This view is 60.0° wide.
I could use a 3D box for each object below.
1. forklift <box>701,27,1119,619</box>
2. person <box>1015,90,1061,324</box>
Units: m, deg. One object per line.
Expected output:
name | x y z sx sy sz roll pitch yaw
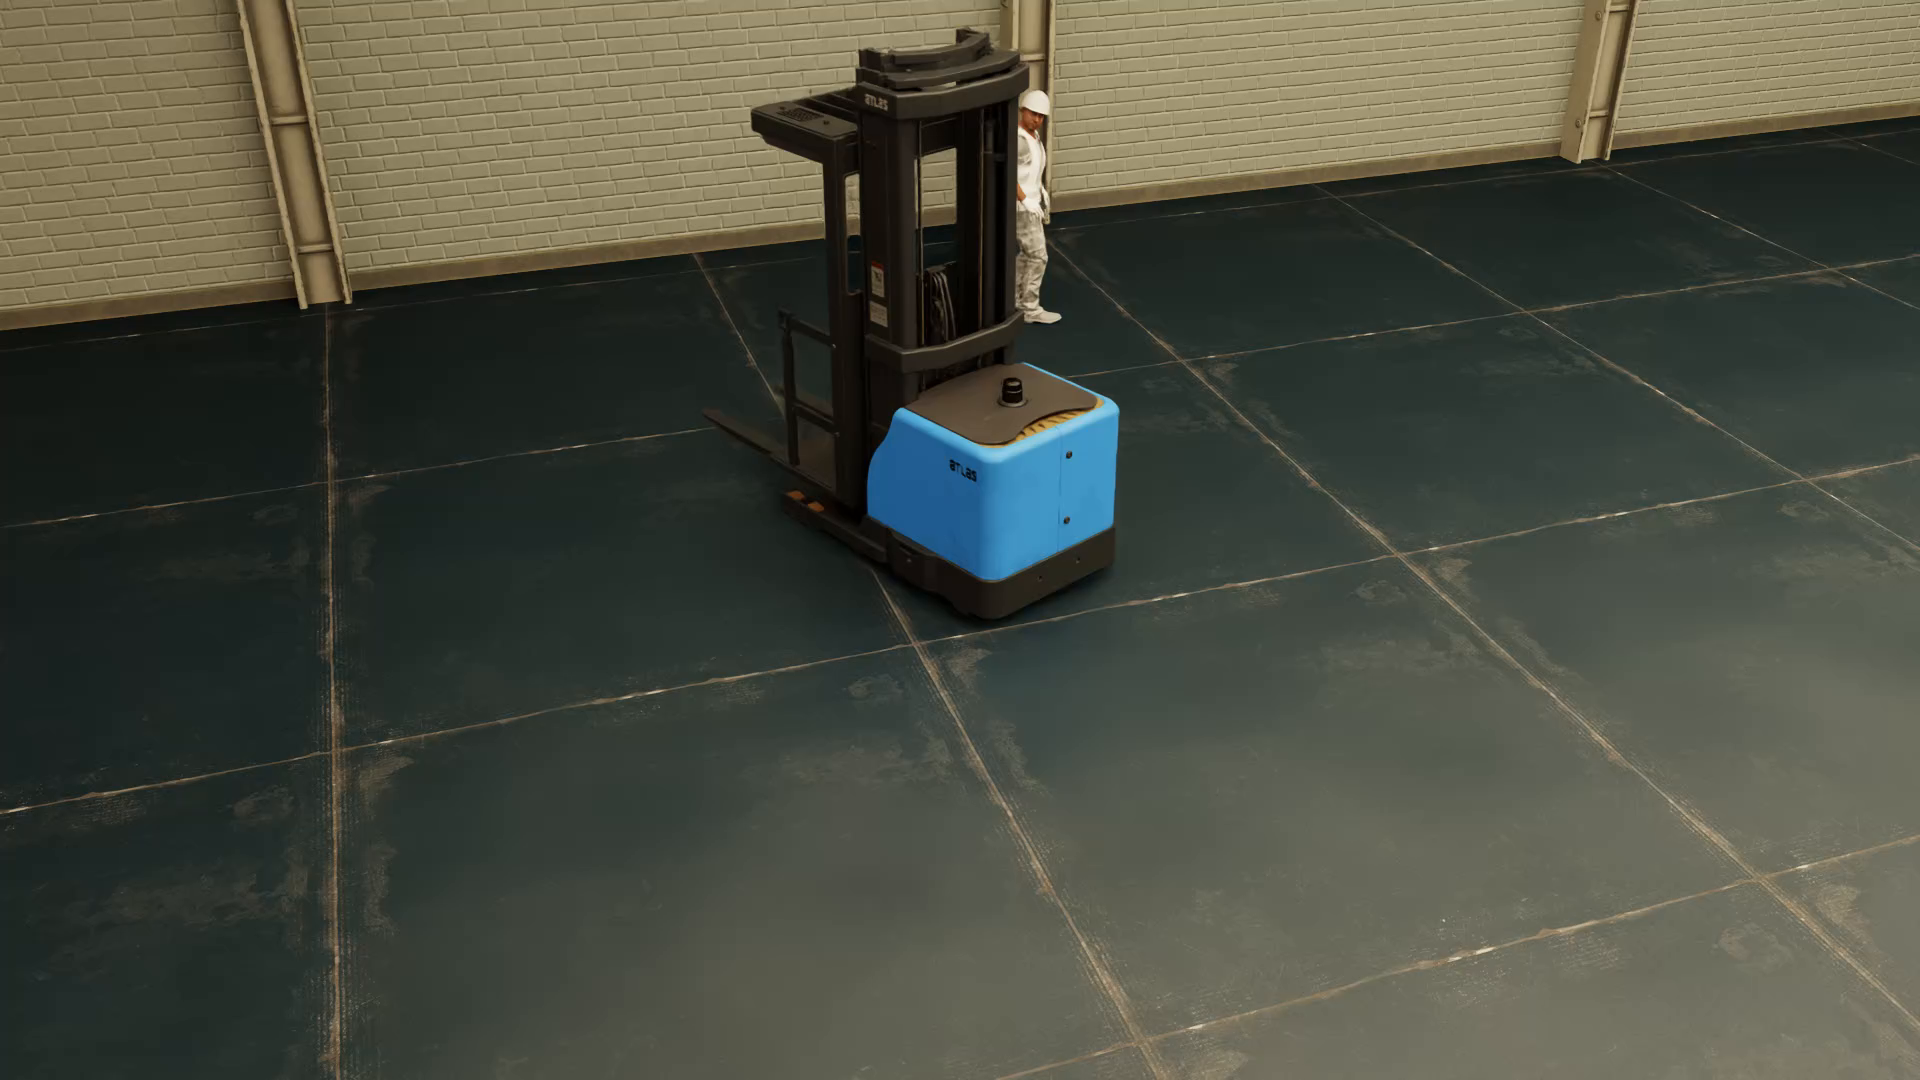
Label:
forklift | -0.463 -1.487 9.671 1.130 2.935 3.031 -24 38 -36
person | 0.547 -2.554 12.717 0.510 1.748 0.765 2 30 4
